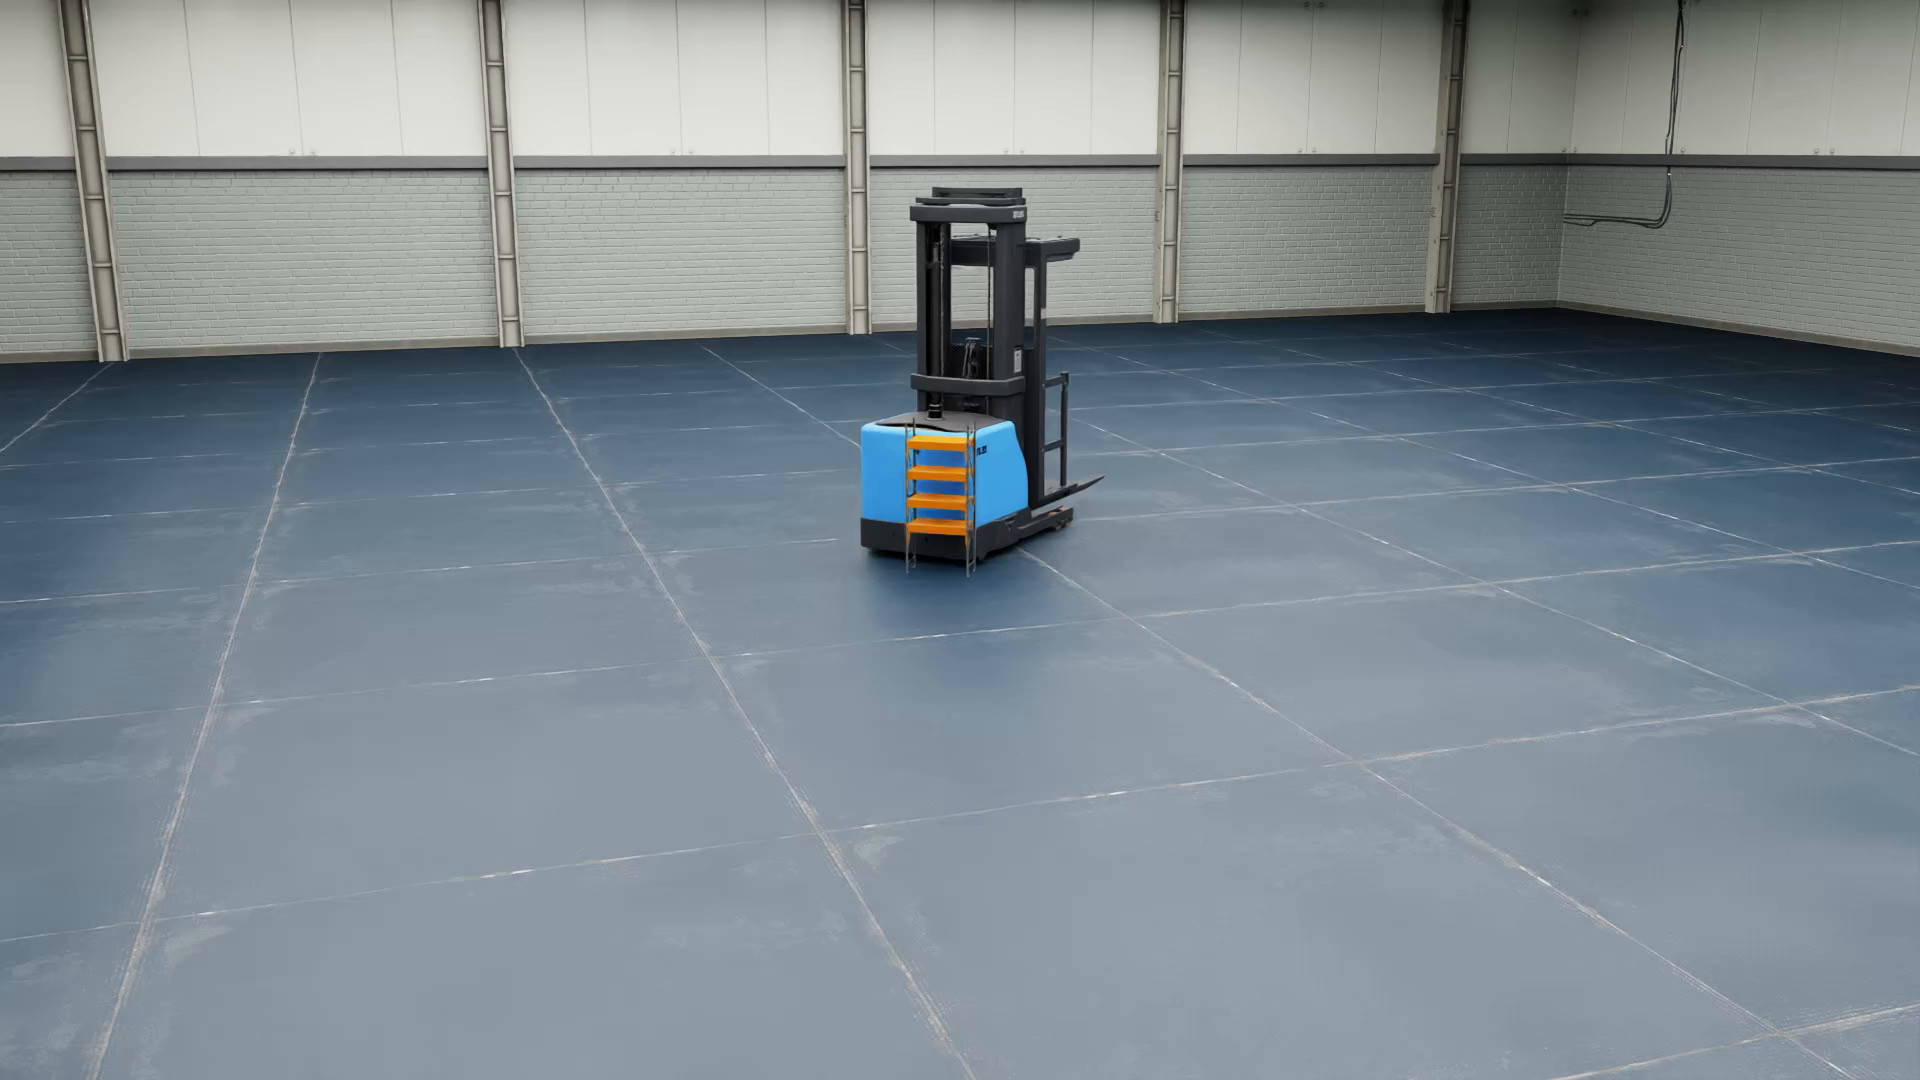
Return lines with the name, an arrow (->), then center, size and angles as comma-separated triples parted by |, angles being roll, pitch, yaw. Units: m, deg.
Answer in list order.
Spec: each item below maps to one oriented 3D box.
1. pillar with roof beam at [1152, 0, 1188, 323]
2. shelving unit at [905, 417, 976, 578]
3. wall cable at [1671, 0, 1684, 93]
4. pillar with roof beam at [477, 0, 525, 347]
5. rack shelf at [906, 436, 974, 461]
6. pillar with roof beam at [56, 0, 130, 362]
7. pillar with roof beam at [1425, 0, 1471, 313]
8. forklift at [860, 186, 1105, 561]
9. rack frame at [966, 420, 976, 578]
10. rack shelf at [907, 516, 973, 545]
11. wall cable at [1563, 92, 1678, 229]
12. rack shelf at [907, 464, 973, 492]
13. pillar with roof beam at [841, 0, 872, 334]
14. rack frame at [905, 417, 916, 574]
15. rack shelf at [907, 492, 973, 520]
pillar with roof beam -> 5.258, -7.564, 26.494 | 0.400, 9.000, 9.100 | -4, 14, -18
shelving unit -> -0.149, -0.332, 12.947 | 0.503, 1.200, 0.258 | 4, 14, 14
wall cable -> 13.648, -9.231, 29.301 | 0.112, 2.526, 3.097 | -4, 14, -18
pillar with roof beam -> -6.116, -6.678, 22.771 | 0.400, 9.000, 9.100 | -4, 14, -18
rack shelf -> -0.149, -0.715, 12.856 | 0.480, 0.148, 0.258 | 4, 14, 14
pillar with roof beam -> -11.802, -6.235, 20.909 | 0.400, 9.000, 9.100 | -4, 14, -18
pillar with roof beam -> 10.944, -8.006, 28.356 | 0.400, 9.000, 9.100 | -4, 14, -18
forklift -> 0.345, -1.554, 14.342 | 1.130, 2.935, 3.031 | 7, 15, 28
rack frame -> 0.087, -0.318, 12.886 | 0.015, 1.200, 0.240 | 4, 14, 14
rack shelf -> -0.149, -0.074, 13.009 | 0.480, 0.148, 0.258 | 4, 14, 14
wall cable -> 12.785, -7.367, 32.380 | 0.112, 2.526, 3.097 | -4, 14, -18
rack shelf -> -0.149, -0.485, 12.911 | 0.480, 0.148, 0.258 | 4, 14, 14
pillar with roof beam -> -0.429, -7.121, 24.633 | 0.400, 9.000, 9.100 | -4, 14, -18
rack frame -> -0.385, -0.347, 13.008 | 0.015, 1.200, 0.240 | 4, 14, 14
rack shelf -> -0.149, -0.267, 12.963 | 0.480, 0.148, 0.258 | 4, 14, 14
